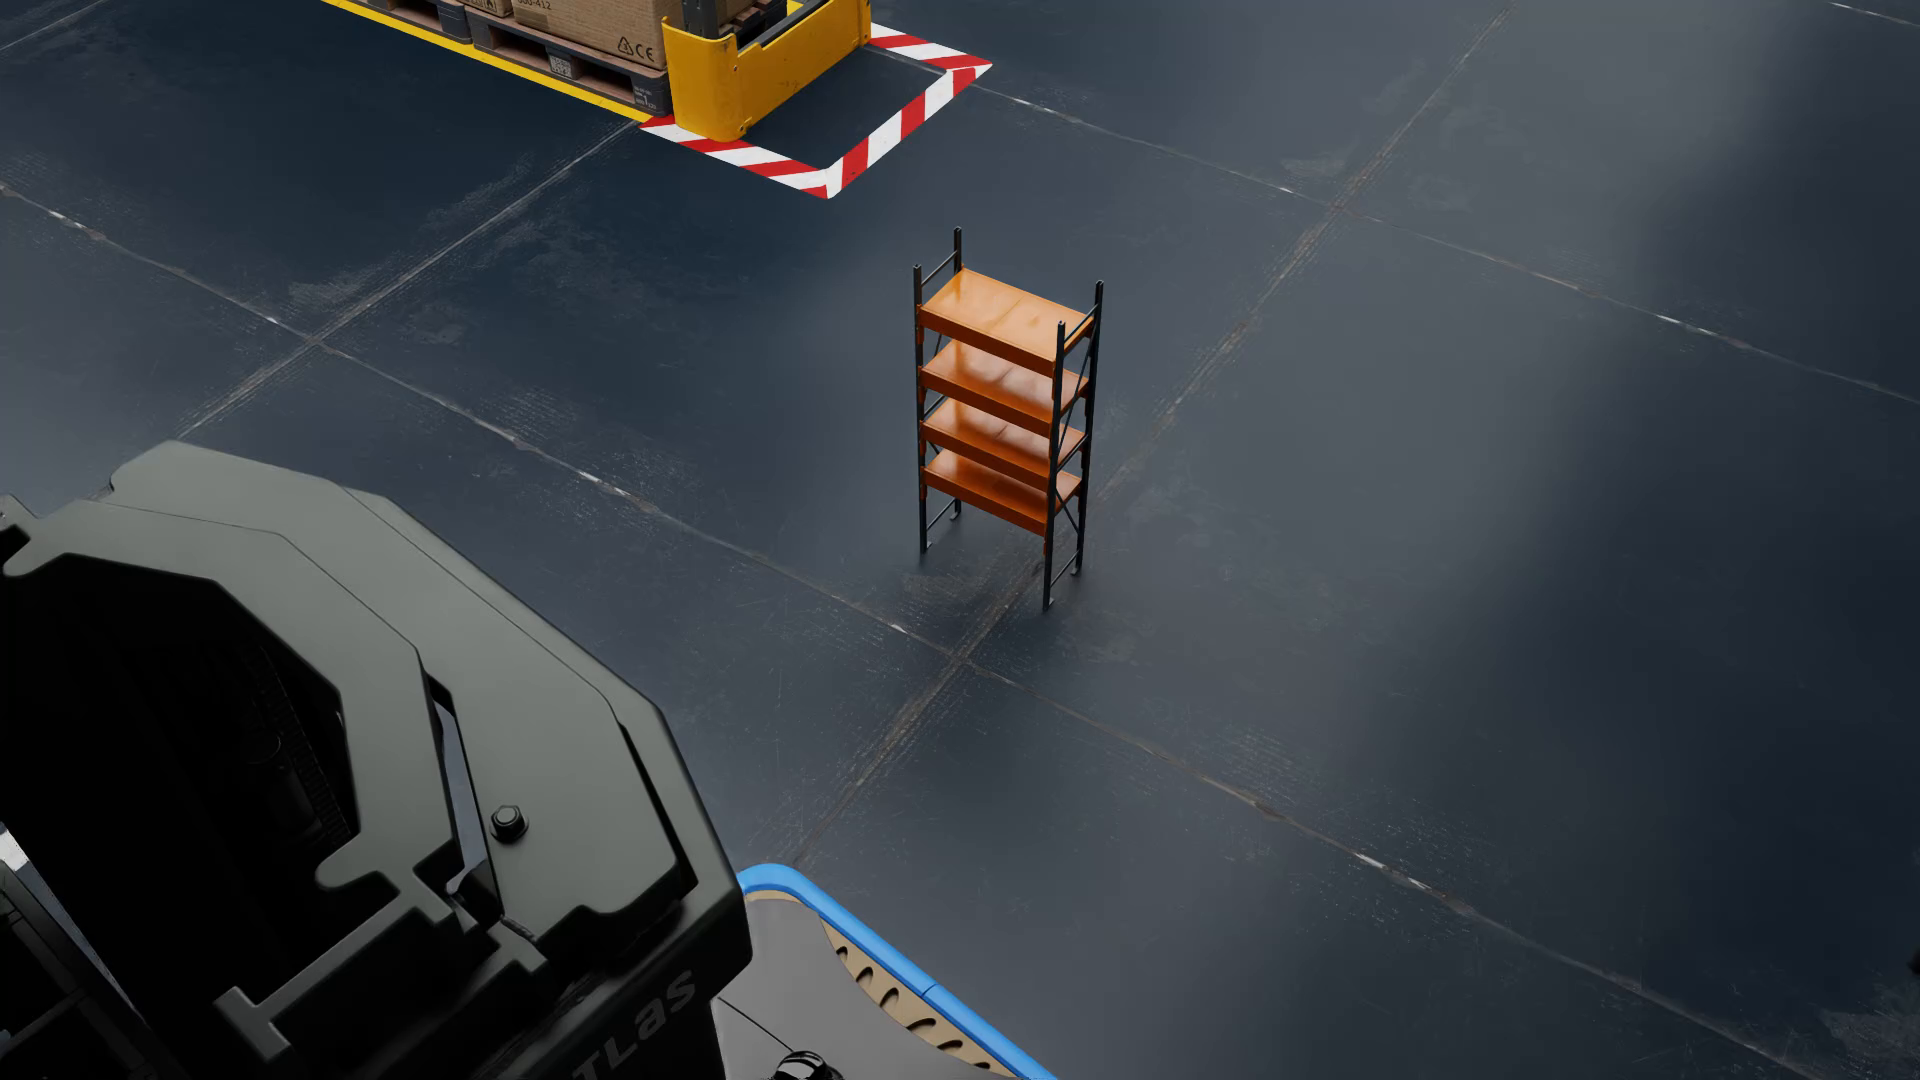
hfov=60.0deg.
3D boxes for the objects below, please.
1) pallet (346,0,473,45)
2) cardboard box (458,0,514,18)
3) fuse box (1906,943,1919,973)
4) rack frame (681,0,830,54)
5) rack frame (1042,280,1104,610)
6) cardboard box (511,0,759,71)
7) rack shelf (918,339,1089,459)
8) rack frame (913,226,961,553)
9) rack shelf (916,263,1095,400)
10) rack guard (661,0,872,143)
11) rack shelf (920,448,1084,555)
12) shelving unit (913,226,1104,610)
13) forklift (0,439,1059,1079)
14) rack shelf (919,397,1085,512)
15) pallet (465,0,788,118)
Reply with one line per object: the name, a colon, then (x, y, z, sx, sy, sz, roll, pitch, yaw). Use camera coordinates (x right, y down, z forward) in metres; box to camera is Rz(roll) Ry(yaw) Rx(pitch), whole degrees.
pallet: (-2.626, -3.007, 8.525, 1.213, 0.211, 1.003, 25, 51, 22)
cardboard box: (-2.272, -3.041, 8.108, 0.875, 0.438, 0.875, 26, 51, 23)
fuse box: (2.615, 0.586, 3.987, 0.414, 1.711, 0.539, 25, 51, 22)
rack frame: (-0.888, -3.244, 6.810, 0.127, 3.000, 1.000, 25, 51, 22)
rack frame: (0.345, -0.260, 5.166, 0.015, 1.200, 0.240, 25, 51, 22)
cardboard box: (-1.497, -2.692, 7.768, 0.875, 0.438, 0.875, 23, 50, 21)
rack shelf: (0.139, -0.463, 5.145, 0.480, 0.148, 0.258, 25, 51, 22)
rack frame: (-0.066, -0.449, 5.349, 0.015, 1.200, 0.240, 25, 51, 22)
rack shelf: (0.139, -0.628, 4.976, 0.480, 0.148, 0.258, 25, 51, 22)
rack guard: (-0.867, -2.363, 7.698, 0.348, 0.500, 1.175, 25, 51, 22)
rack shelf: (0.139, -0.169, 5.448, 0.480, 0.148, 0.258, 25, 51, 22)
shelving unit: (0.139, -0.354, 5.257, 0.503, 1.200, 0.258, 25, 51, 22)
forklift: (-1.030, 1.424, 2.322, 1.130, 2.935, 3.031, 32, 54, 27)
rack shelf: (0.139, -0.307, 5.306, 0.480, 0.148, 0.258, 25, 51, 22)
pallet: (-1.603, -2.534, 8.065, 1.213, 0.211, 1.003, 25, 51, 22)
